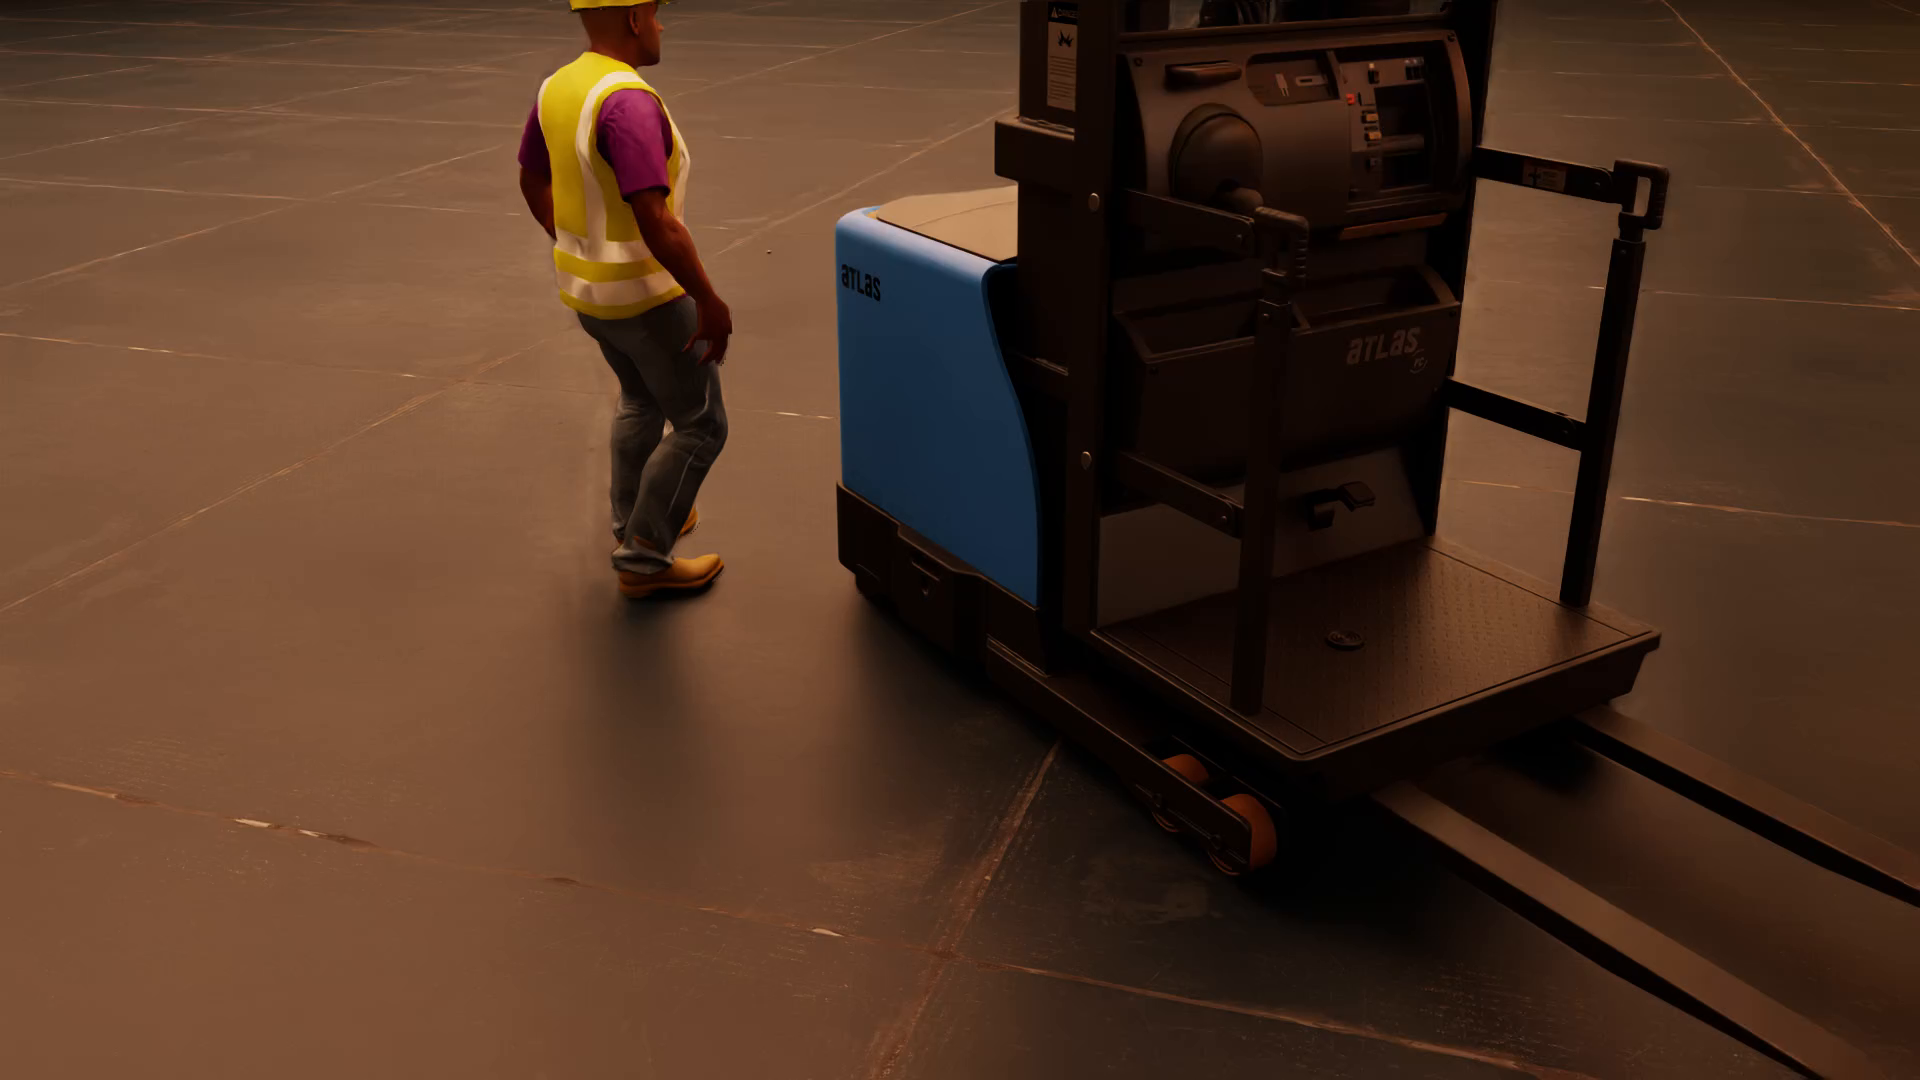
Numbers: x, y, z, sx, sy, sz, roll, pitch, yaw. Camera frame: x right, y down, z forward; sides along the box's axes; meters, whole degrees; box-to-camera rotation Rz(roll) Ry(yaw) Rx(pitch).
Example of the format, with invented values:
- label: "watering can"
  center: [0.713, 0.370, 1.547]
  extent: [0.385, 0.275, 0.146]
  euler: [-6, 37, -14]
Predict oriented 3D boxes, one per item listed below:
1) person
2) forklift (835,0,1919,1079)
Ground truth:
- label: "person"
  center: [-0.856, -0.702, 4.586]
  extent: [0.476, 1.728, 0.875]
  euler: [-16, 27, -34]
- label: "forklift"
  center: [0.853, -0.865, 3.374]
  extent: [1.130, 2.935, 3.031]
  euler: [-13, 26, -29]
